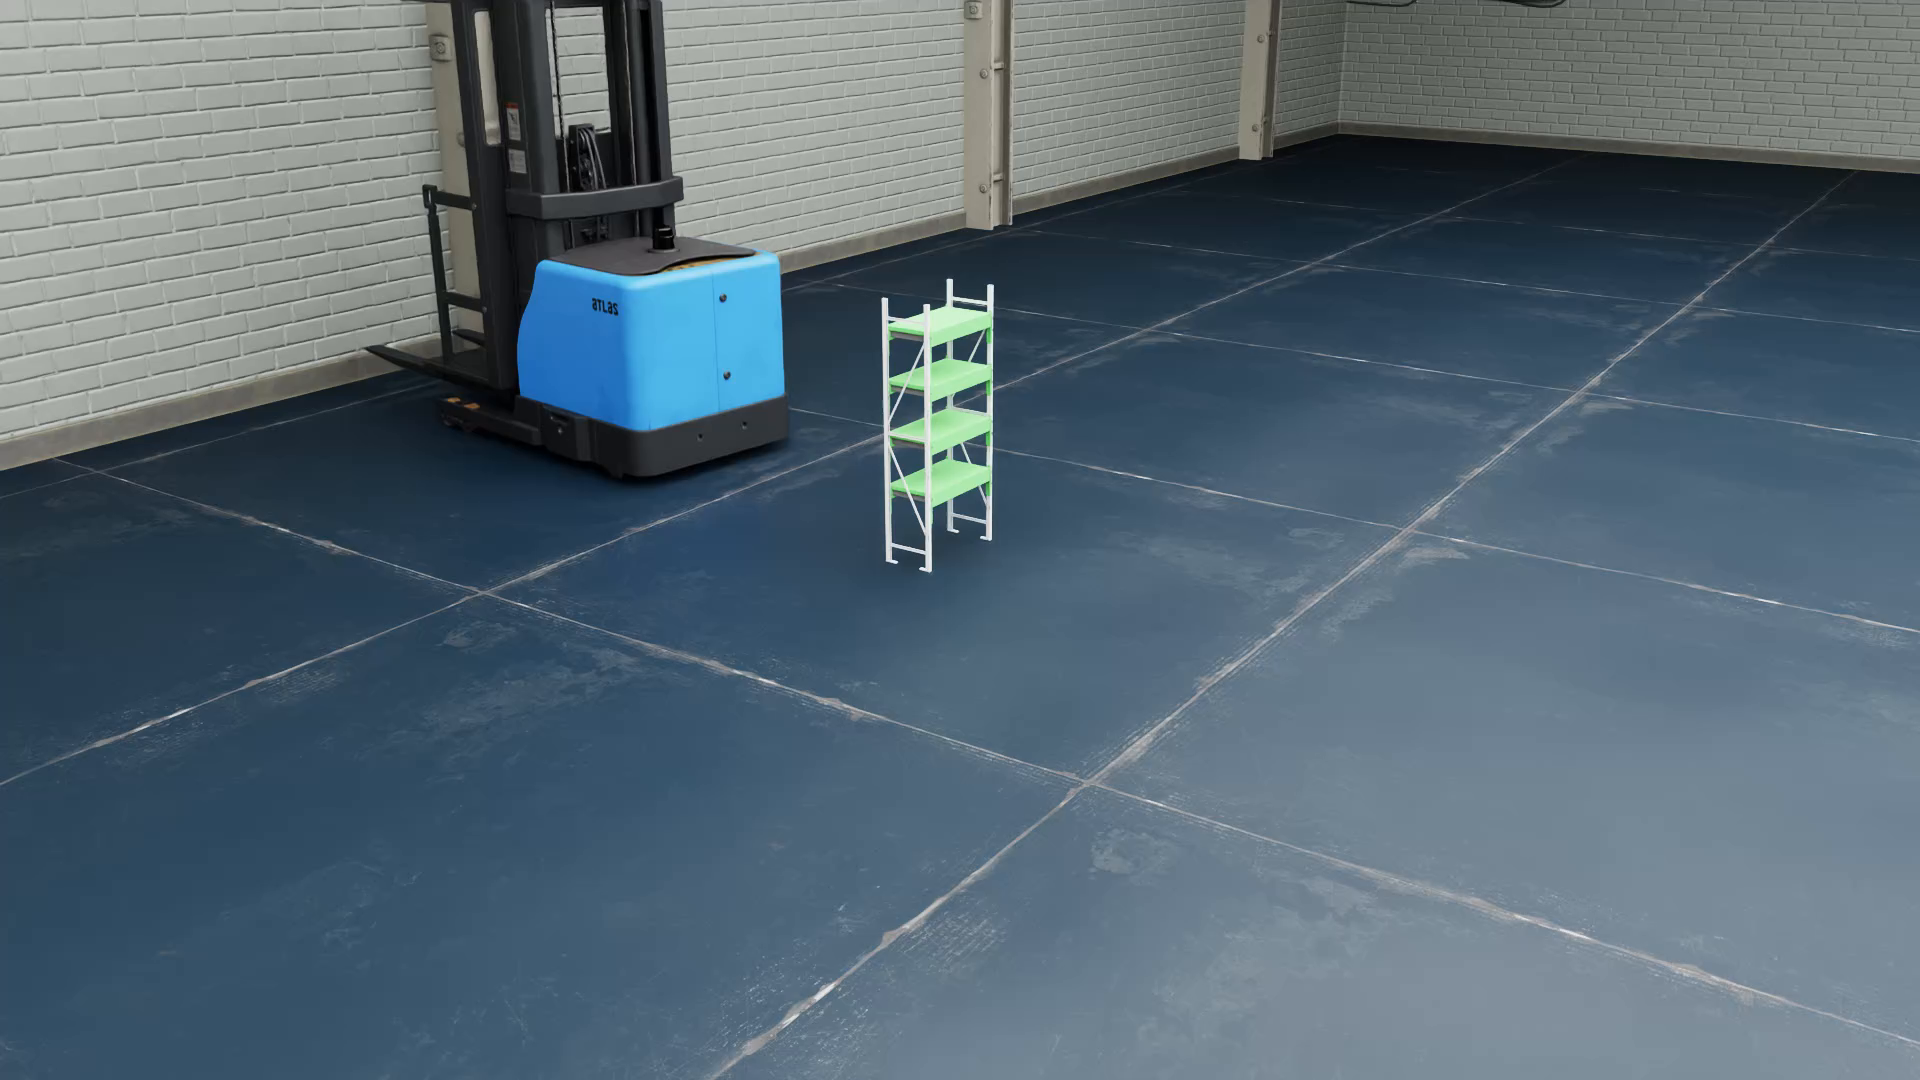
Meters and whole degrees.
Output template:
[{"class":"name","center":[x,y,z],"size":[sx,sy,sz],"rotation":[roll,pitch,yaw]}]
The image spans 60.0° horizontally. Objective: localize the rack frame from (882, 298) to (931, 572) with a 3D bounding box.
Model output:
[{"class":"rack frame","center":[-0.230,-0.445,7.239],"size":[0.240,1.200,0.015],"rotation":[13,24,32]}]

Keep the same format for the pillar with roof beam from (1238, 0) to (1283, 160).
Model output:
[{"class":"pillar with roof beam","center":[7.200,-8.104,16.703],"size":[9.100,9.000,0.400],"rotation":[13,24,32]}]

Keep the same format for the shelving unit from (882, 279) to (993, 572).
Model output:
[{"class":"shelving unit","center":[-0.093,-0.515,7.428],"size":[0.258,1.200,0.503],"rotation":[13,24,32]}]

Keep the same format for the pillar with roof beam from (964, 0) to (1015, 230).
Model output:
[{"class":"pillar with roof beam","center":[3.827,-6.383,12.049],"size":[9.100,9.000,0.400],"rotation":[13,24,32]}]

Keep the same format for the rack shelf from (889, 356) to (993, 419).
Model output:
[{"class":"rack shelf","center":[-0.093,-0.680,7.367],"size":[0.258,0.148,0.480],"rotation":[13,24,32]}]

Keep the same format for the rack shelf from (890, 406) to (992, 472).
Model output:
[{"class":"rack shelf","center":[-0.093,-0.455,7.451],"size":[0.258,0.148,0.480],"rotation":[13,24,32]}]

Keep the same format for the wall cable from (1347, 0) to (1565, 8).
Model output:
[{"class":"wall cable","center":[6.390,-8.075,21.099],"size":[3.097,2.526,0.112],"rotation":[13,24,32]}]

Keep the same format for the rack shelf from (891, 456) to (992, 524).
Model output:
[{"class":"rack shelf","center":[-0.093,-0.230,7.534],"size":[0.258,0.148,0.480],"rotation":[13,24,32]}]

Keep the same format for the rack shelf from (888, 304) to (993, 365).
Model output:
[{"class":"rack shelf","center":[-0.093,-0.905,7.284],"size":[0.258,0.148,0.480],"rotation":[13,24,32]}]

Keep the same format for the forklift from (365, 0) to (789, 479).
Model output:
[{"class":"forklift","center":[-2.366,-2.099,9.215],"size":[3.031,2.935,1.130],"rotation":[17,27,39]}]

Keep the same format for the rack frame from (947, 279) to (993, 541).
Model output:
[{"class":"rack frame","center":[0.044,-0.585,7.618],"size":[0.240,1.200,0.015],"rotation":[13,24,32]}]

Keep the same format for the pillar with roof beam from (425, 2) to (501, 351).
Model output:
[{"class":"pillar with roof beam","center":[0.455,-4.661,7.395],"size":[9.100,9.000,0.400],"rotation":[13,24,32]}]
